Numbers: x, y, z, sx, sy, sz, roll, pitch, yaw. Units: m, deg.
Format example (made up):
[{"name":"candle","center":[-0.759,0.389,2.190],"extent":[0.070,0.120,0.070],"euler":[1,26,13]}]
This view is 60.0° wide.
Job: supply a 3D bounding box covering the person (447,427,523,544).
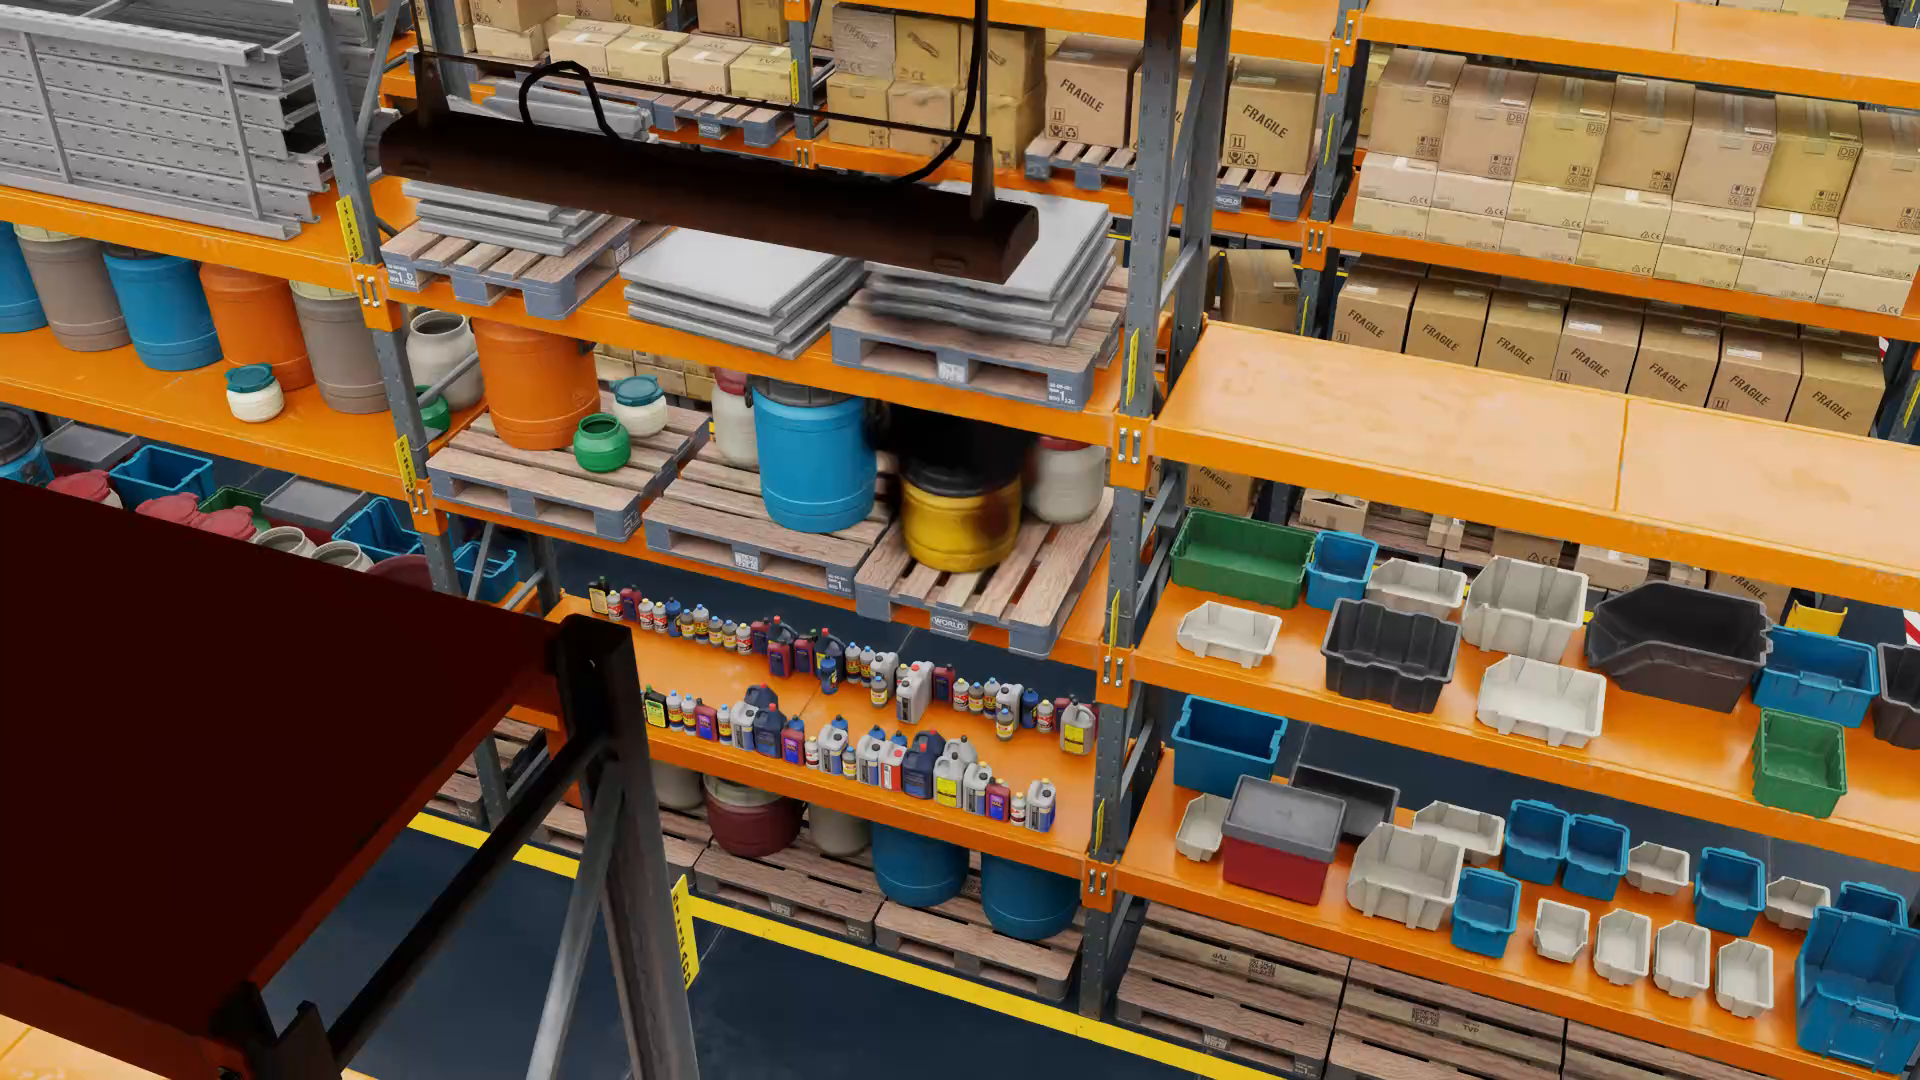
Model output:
[{"name":"person","center":[-3.835,-0.686,12.973],"extent":[0.711,1.704,0.613],"euler":[11,38,14]}]
